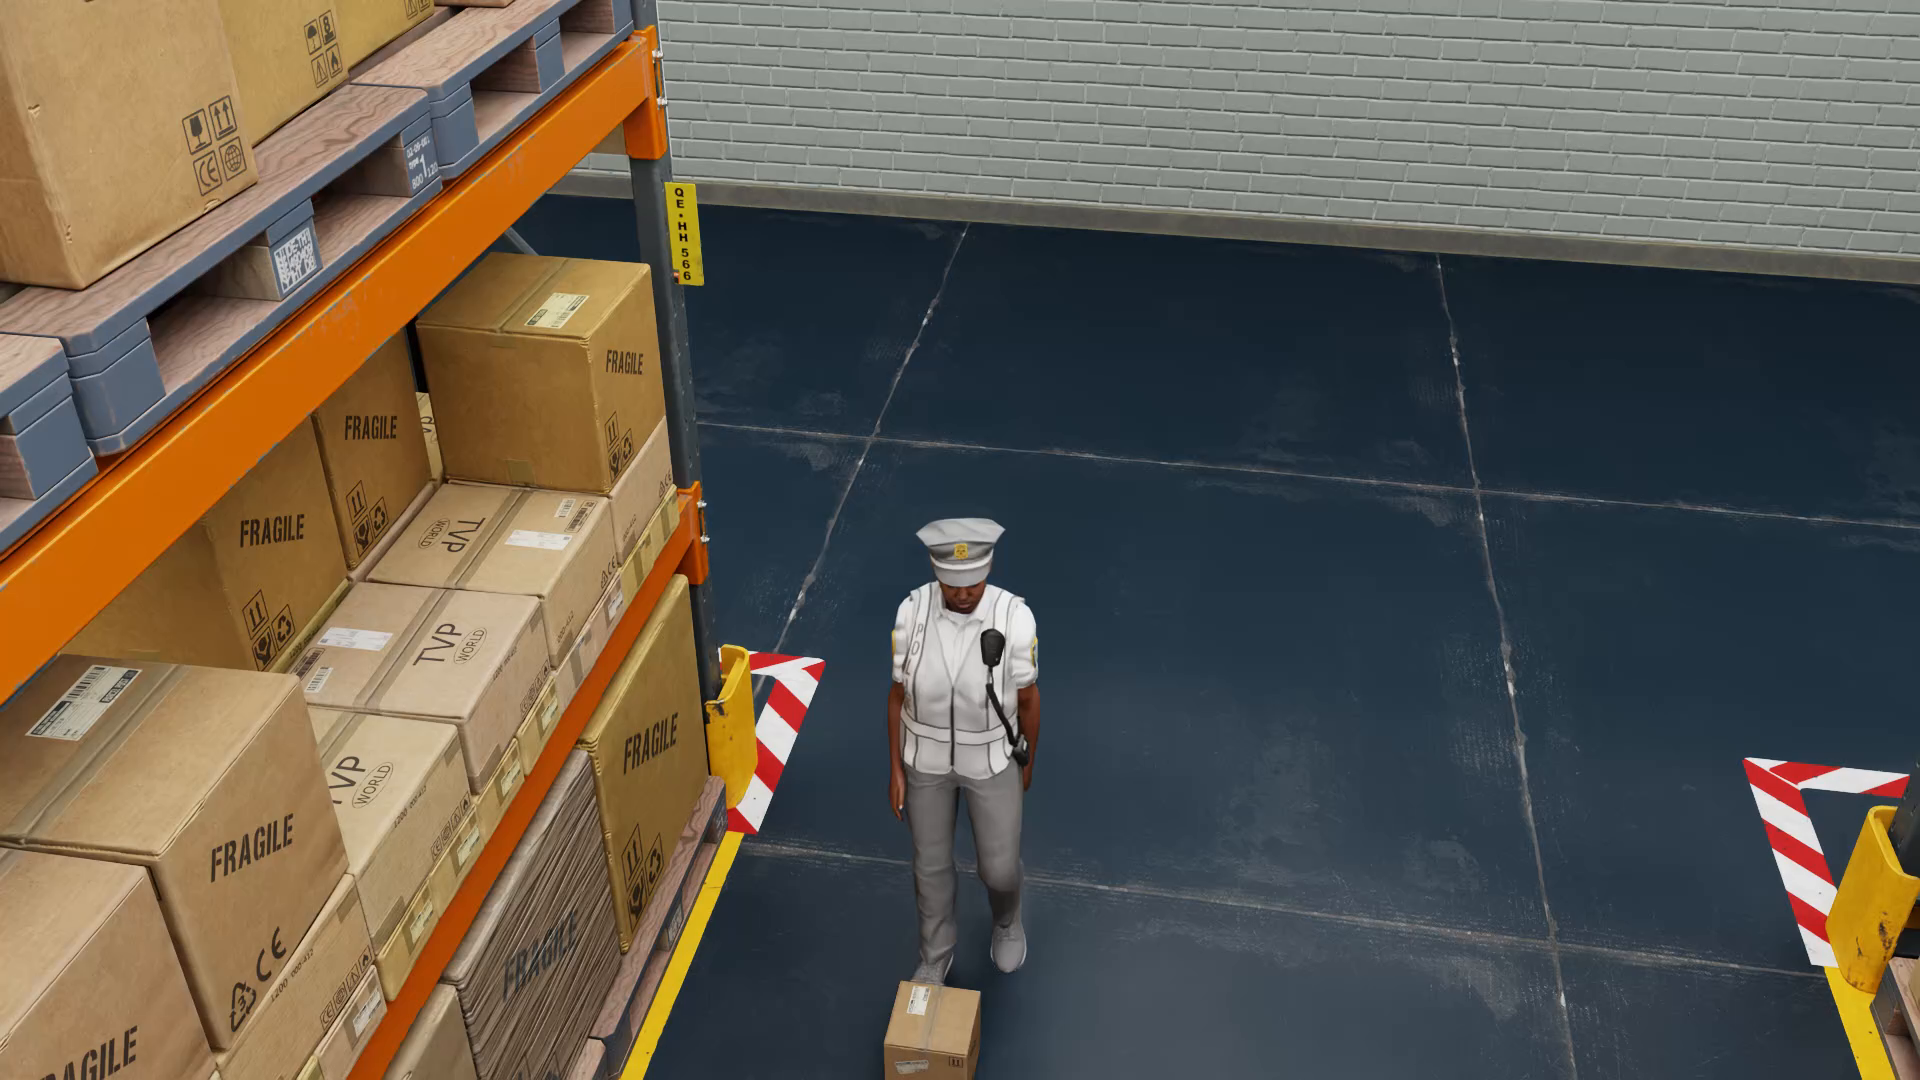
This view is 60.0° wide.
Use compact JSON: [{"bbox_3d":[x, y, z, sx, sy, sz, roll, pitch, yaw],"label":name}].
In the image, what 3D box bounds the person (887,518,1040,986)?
[{"bbox_3d":[0.001,0.705,5.038,0.454,1.715,0.514,6,33,9],"label":"person"}]
